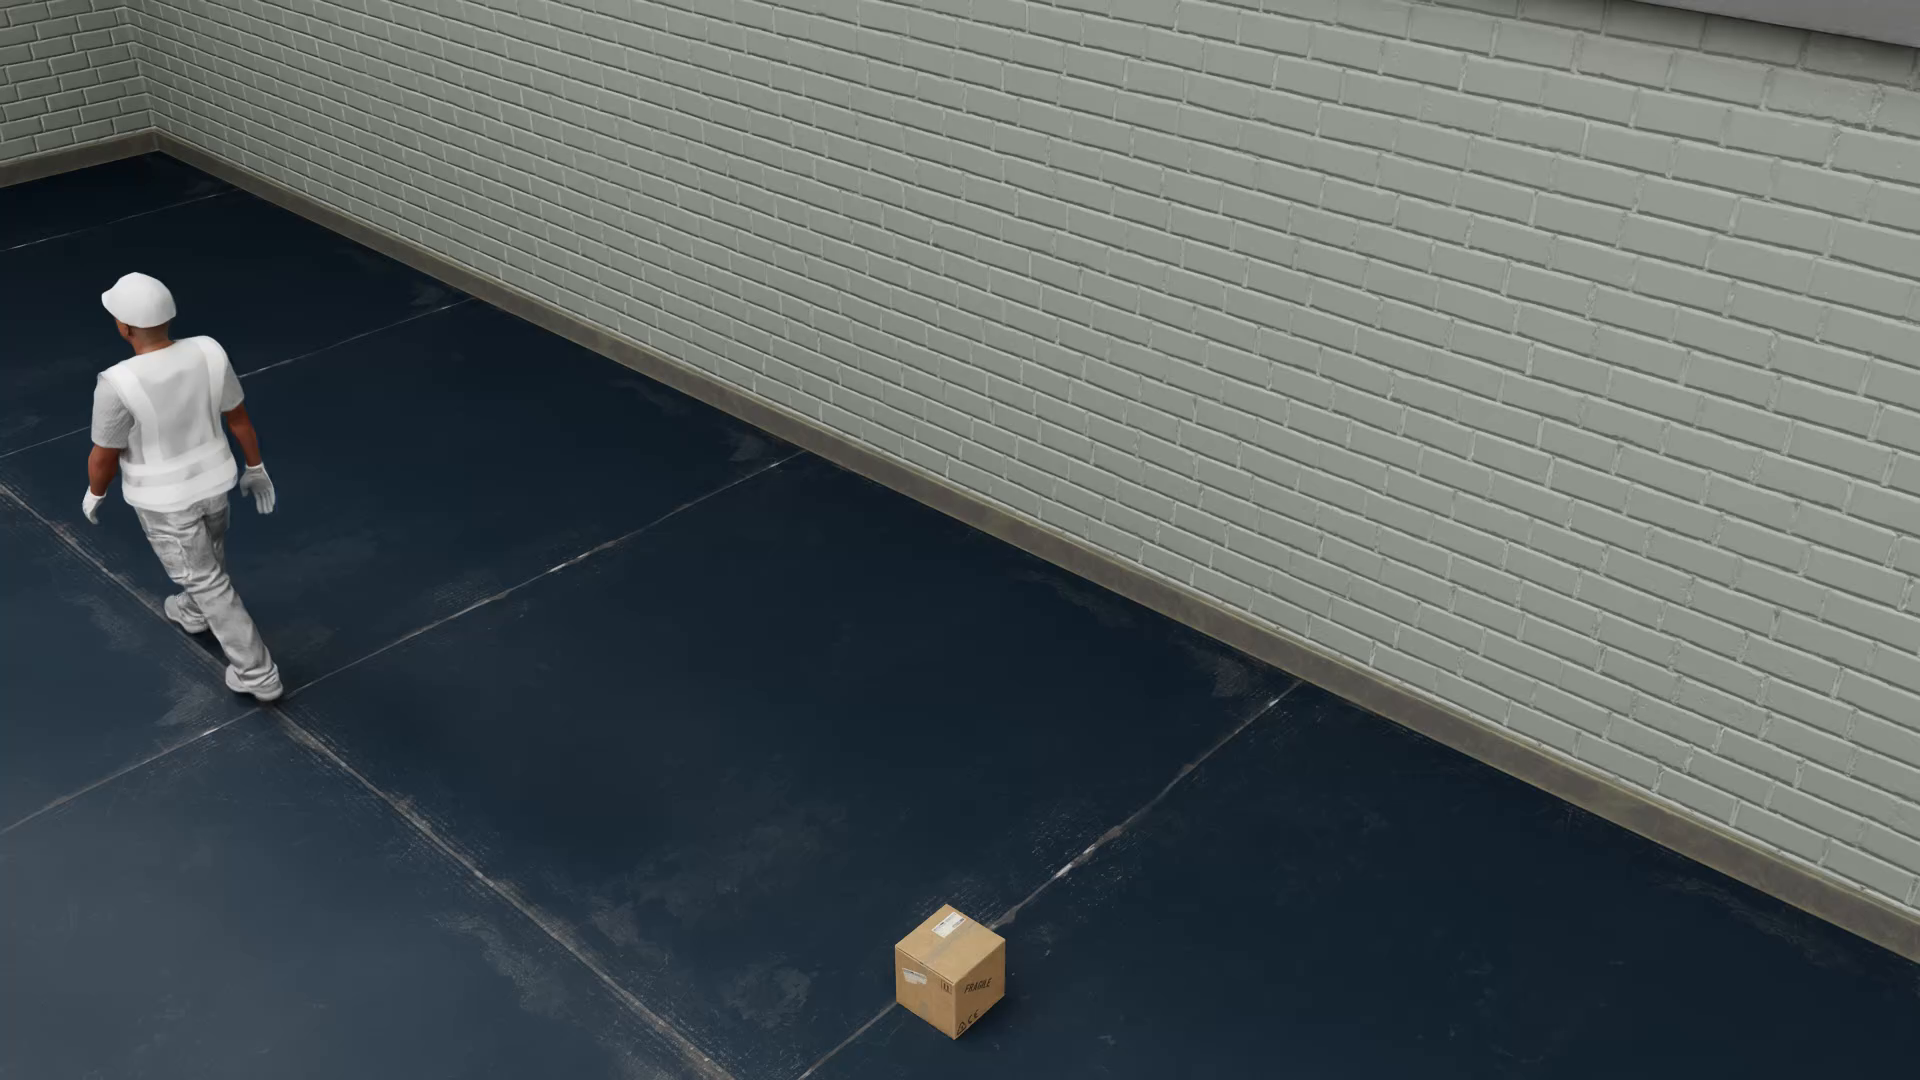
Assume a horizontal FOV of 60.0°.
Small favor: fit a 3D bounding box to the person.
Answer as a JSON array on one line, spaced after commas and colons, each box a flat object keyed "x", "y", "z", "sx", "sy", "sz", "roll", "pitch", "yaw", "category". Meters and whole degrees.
[{"x": -3.124, "y": -0.247, "z": 6.490, "sx": 0.951, "sy": 1.737, "sz": 0.580, "roll": 18, "pitch": 35, "yaw": 27, "category": "person"}]
